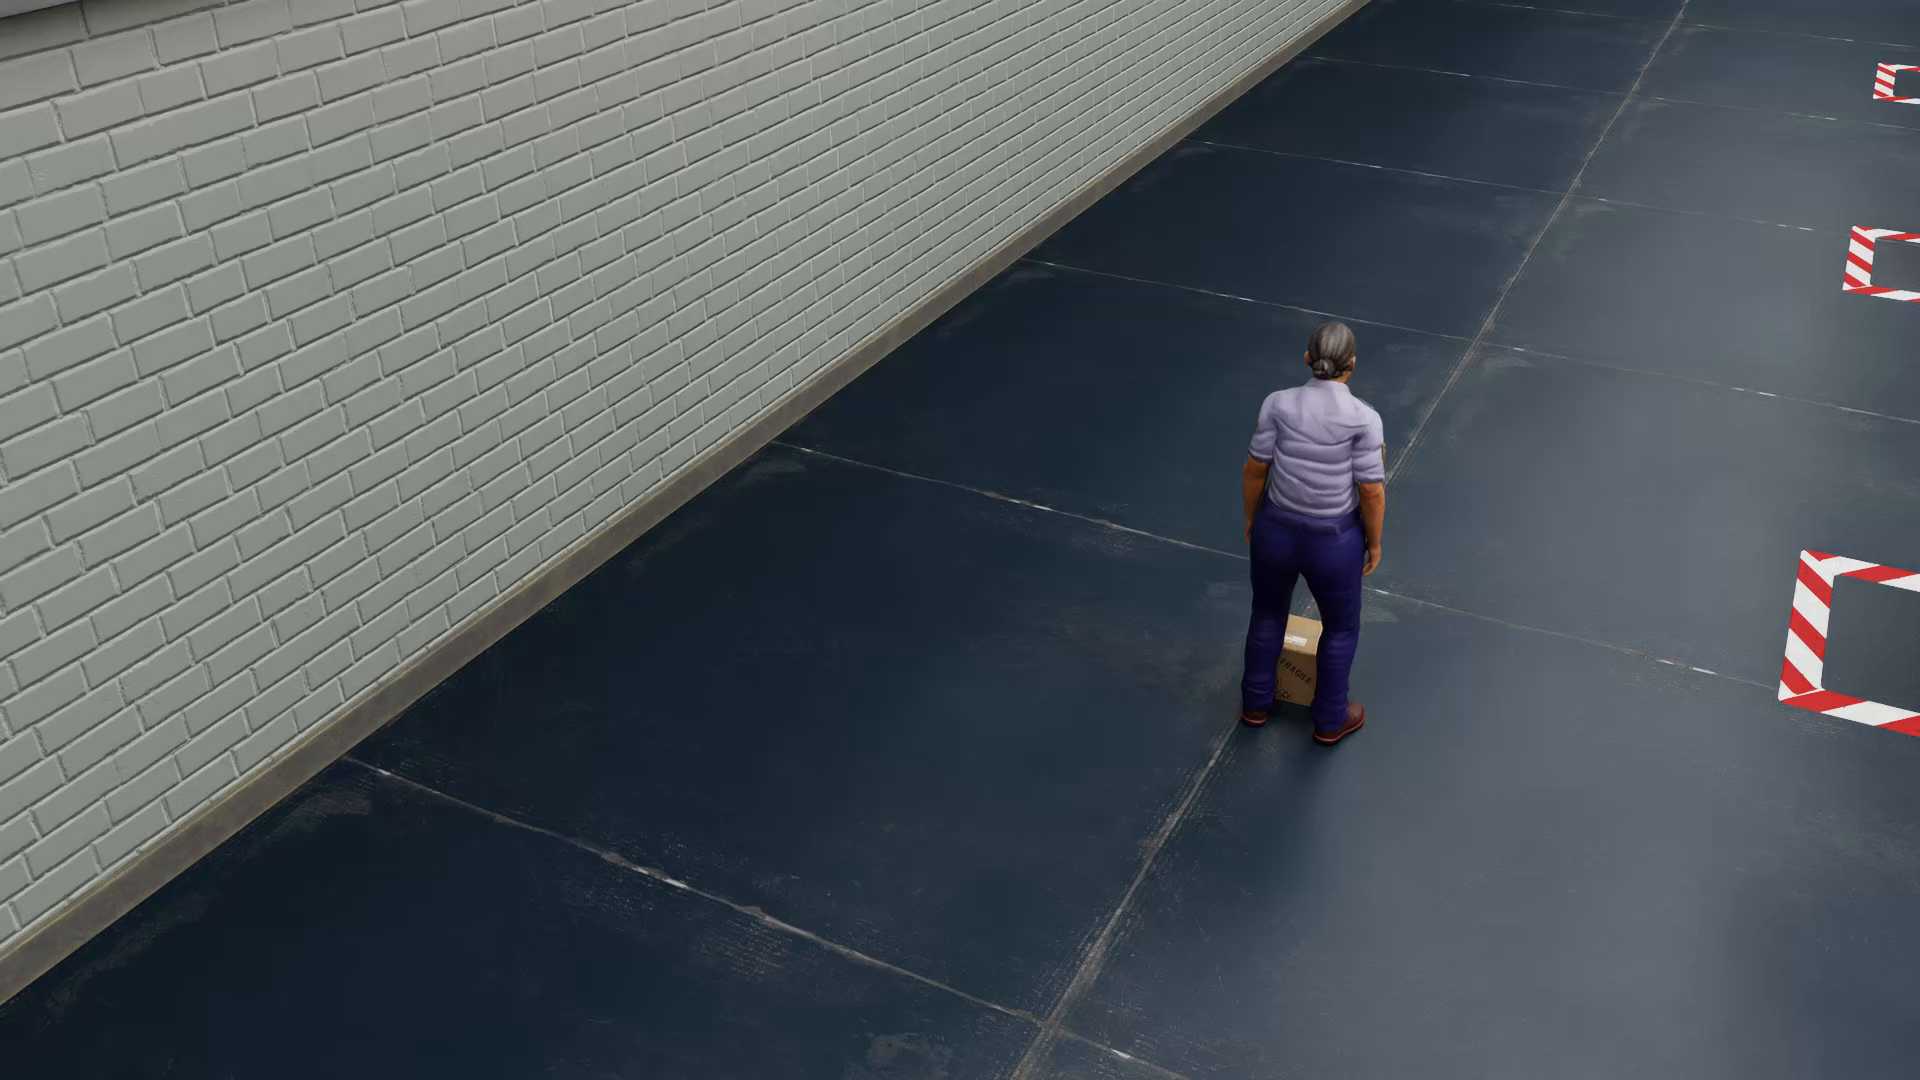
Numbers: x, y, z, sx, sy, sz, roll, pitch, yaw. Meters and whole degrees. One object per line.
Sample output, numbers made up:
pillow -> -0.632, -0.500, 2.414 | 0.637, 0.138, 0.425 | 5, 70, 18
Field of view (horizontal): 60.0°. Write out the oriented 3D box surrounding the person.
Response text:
person -> 1.298, -0.005, 6.147 | 0.540, 1.652, 0.369 | 15, 33, 23
